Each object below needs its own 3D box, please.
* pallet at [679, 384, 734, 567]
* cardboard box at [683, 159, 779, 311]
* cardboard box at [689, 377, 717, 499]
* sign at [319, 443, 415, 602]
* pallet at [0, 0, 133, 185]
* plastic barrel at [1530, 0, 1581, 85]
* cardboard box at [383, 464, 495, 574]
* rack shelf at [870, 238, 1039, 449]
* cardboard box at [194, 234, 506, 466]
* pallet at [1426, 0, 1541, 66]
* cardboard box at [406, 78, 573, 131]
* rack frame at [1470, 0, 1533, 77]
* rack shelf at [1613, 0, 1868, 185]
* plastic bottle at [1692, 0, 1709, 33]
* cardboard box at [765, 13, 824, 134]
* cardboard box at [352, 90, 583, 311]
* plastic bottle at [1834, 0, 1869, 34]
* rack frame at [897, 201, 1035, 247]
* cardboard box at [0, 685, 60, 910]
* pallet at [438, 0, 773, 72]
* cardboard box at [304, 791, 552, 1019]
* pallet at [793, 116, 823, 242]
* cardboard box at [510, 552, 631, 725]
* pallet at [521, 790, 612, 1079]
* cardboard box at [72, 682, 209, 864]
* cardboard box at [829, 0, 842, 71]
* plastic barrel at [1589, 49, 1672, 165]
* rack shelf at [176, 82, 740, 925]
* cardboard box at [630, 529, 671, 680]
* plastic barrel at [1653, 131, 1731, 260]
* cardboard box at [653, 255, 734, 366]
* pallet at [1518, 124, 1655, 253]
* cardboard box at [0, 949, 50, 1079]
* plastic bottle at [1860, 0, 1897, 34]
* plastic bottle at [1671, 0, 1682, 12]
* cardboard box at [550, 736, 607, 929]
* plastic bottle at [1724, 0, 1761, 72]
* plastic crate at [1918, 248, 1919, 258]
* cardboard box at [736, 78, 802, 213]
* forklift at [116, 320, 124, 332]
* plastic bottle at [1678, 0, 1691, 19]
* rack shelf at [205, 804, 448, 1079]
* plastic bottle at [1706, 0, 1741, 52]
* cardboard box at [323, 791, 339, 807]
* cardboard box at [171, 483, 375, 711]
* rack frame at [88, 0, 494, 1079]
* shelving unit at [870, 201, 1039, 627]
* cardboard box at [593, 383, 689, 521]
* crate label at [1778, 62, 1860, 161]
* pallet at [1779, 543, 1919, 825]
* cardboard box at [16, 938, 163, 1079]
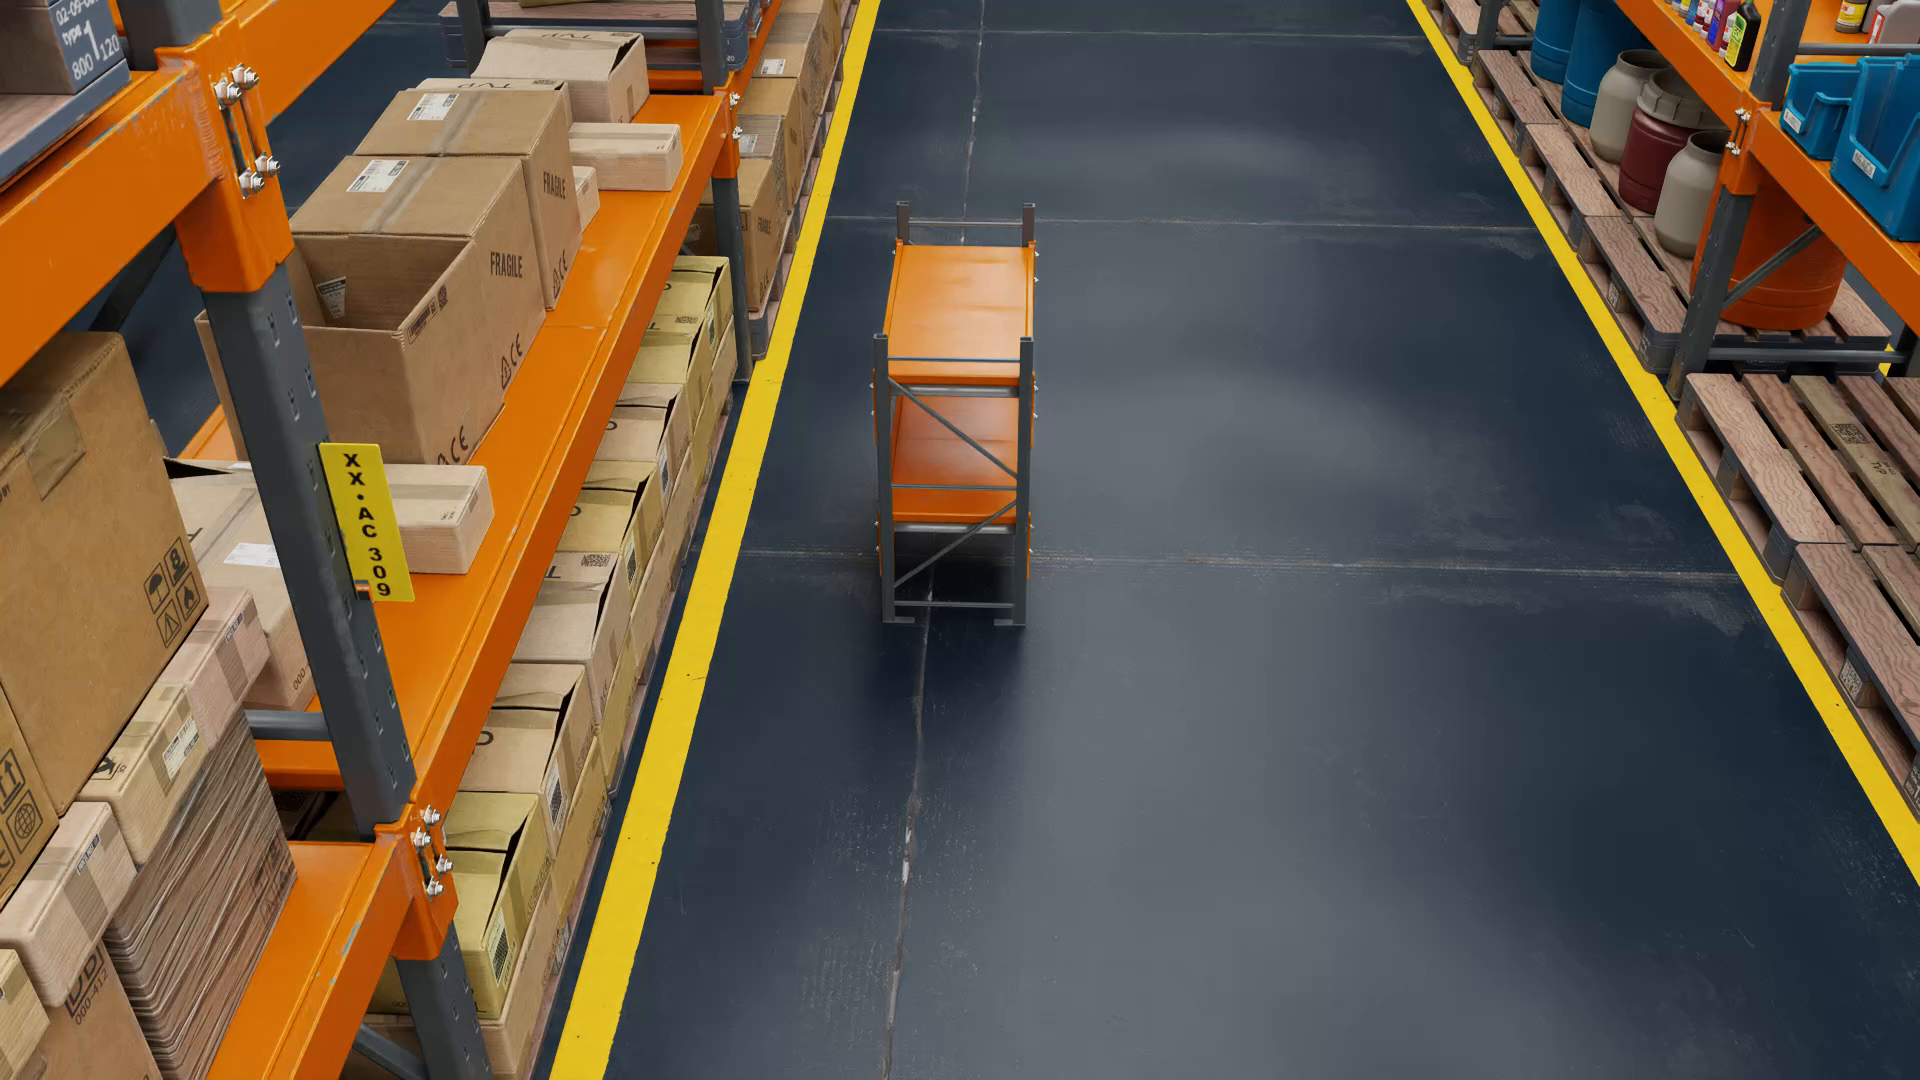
[{"bbox_3d":[-1.482,-0.337,6.545,1.003,0.211,1.213,1,35,2],"label":"pallet"},{"bbox_3d":[-1.106,-1.362,7.370,0.500,0.500,0.500,3,35,4],"label":"cardboard box"},{"bbox_3d":[-1.205,-0.392,6.226,0.500,0.250,0.500,1,35,1],"label":"cardboard box"},{"bbox_3d":[-1.016,-0.026,2.857,0.100,0.325,0.005,1,35,2],"label":"sign"},{"bbox_3d":[-1.579,-0.352,1.610,1.003,0.211,1.213,1,35,2],"label":"pallet"},{"bbox_3d":[3.661,-3.132,9.558,0.600,0.901,0.708,1,35,2],"label":"plastic barrel"},{"bbox_3d":[-1.331,-0.053,3.935,0.380,0.149,0.250,1,35,2],"label":"cardboard box"},{"bbox_3d":[0.000,-0.704,5.764,0.538,0.278,1.000,1,35,2],"label":"rack shelf"},{"bbox_3d":[-1.503,-0.436,4.175,0.500,0.500,0.500,4,35,5],"label":"cardboard box"},{"bbox_3d":[3.690,-3.414,10.924,1.003,0.211,1.213,1,35,2],"label":"pallet"},{"bbox_3d":[-1.640,-1.404,5.716,0.500,0.311,0.500,1,35,1],"label":"cardboard box"},{"bbox_3d":[3.700,-4.131,9.519,1.000,3.000,0.127,1,35,2],"label":"rack frame"},{"bbox_3d":[3.619,-2.688,8.091,1.077,0.370,4.000,1,35,2],"label":"rack shelf"},{"bbox_3d":[3.165,-2.248,7.013,0.097,0.201,0.097,0,35,0],"label":"plastic bottle"},{"bbox_3d":[-1.032,-2.543,9.051,0.500,0.500,0.500,2,35,2],"label":"cardboard box"},{"bbox_3d":[-1.461,-1.026,5.014,0.500,0.500,0.500,0,35,-1],"label":"cardboard box"},{"bbox_3d":[3.773,-2.251,7.017,0.097,0.201,0.097,0,35,0],"label":"plastic bottle"},{"bbox_3d":[0.021,-0.756,6.348,0.500,1.125,0.032,1,35,2],"label":"rack frame"},{"bbox_3d":[-1.601,0.322,1.967,0.700,0.500,0.500,1,35,2],"label":"cardboard box"},{"bbox_3d":[-1.453,-2.262,7.027,1.213,0.211,1.003,1,35,2],"label":"pallet"},{"bbox_3d":[-1.305,0.841,3.984,0.500,0.311,0.500,1,35,2],"label":"cardboard box"},{"bbox_3d":[-1.291,-1.936,8.821,1.003,0.211,1.213,1,35,2],"label":"pallet"},{"bbox_3d":[-1.260,0.256,4.816,0.500,0.311,0.500,0,35,0],"label":"cardboard box"},{"bbox_3d":[-1.580,1.065,4.551,1.003,0.211,1.213,1,35,2],"label":"pallet"},{"bbox_3d":[-1.380,0.345,2.499,0.380,0.149,0.250,1,35,1],"label":"cardboard box"},{"bbox_3d":[-0.983,-3.115,9.865,0.500,0.500,0.500,1,35,2],"label":"cardboard box"},{"bbox_3d":[3.520,-2.244,8.632,0.421,0.512,0.421,0,35,0],"label":"plastic barrel"},{"bbox_3d":[-1.491,-0.506,4.987,1.077,0.370,4.000,1,35,2],"label":"rack shelf"},{"bbox_3d":[-1.246,0.192,5.394,0.500,0.250,0.500,2,35,3],"label":"cardboard box"},{"bbox_3d":[3.475,-1.595,7.709,0.421,0.512,0.421,0,35,0],"label":"plastic barrel"},{"bbox_3d":[-1.185,-0.919,6.488,0.500,0.311,0.500,2,35,3],"label":"cardboard box"},{"bbox_3d":[3.581,-1.845,8.692,1.003,0.211,1.213,1,35,2],"label":"pallet"},{"bbox_3d":[-1.397,0.647,2.070,0.380,0.149,0.250,1,35,2],"label":"cardboard box"},{"bbox_3d":[3.898,-2.289,7.006,0.152,0.276,0.135,1,35,2],"label":"plastic bottle"},{"bbox_3d":[3.177,-2.445,7.232,0.097,0.271,0.097,0,35,0],"label":"plastic bottle"},{"bbox_3d":[-1.285,0.782,4.555,0.500,0.250,0.500,2,35,3],"label":"cardboard box"},{"bbox_3d":[3.129,-2.028,6.628,0.061,0.283,0.133,1,35,2],"label":"plastic bottle"},{"bbox_3d":[3.168,-0.938,4.920,0.402,0.464,0.583,1,35,2],"label":"plastic crate"},{"bbox_3d":[-1.066,-1.951,8.208,0.500,0.500,0.500,1,35,1],"label":"cardboard box"},{"bbox_3d":[-3.879,-1.166,5.360,1.130,2.935,3.031,-3,35,-4],"label":"forklift"},{"bbox_3d":[3.173,-2.360,7.172,0.097,0.201,0.097,0,35,0],"label":"plastic bottle"},{"bbox_3d":[-1.651,1.792,1.717,1.077,0.370,4.000,1,35,2],"label":"rack shelf"},{"bbox_3d":[3.138,-2.160,6.816,0.061,0.283,0.133,1,35,2],"label":"plastic bottle"},{"bbox_3d":[-1.826,0.534,4.420,0.500,0.311,0.500,2,35,3],"label":"cardboard box"},{"bbox_3d":[-1.595,0.126,3.592,0.500,0.250,0.500,3,35,5],"label":"cardboard box"},{"bbox_3d":[-1.574,0.349,3.145,0.949,2.616,0.053,1,35,2],"label":"rack frame"},{"bbox_3d":[0.000,-0.464,5.932,0.538,1.125,1.048,1,35,2],"label":"shelving unit"},{"bbox_3d":[-1.223,-0.331,5.650,0.500,0.311,0.500,1,35,2],"label":"cardboard box"},{"bbox_3d":[3.148,-1.531,5.965,0.303,0.233,0.416,1,35,2],"label":"crate label"},{"bbox_3d":[3.417,0.451,5.424,1.003,0.211,1.213,1,35,2],"label":"pallet"},{"bbox_3d":[-1.597,0.866,2.322,0.700,0.500,0.500,1,35,1],"label":"cardboard box"}]
